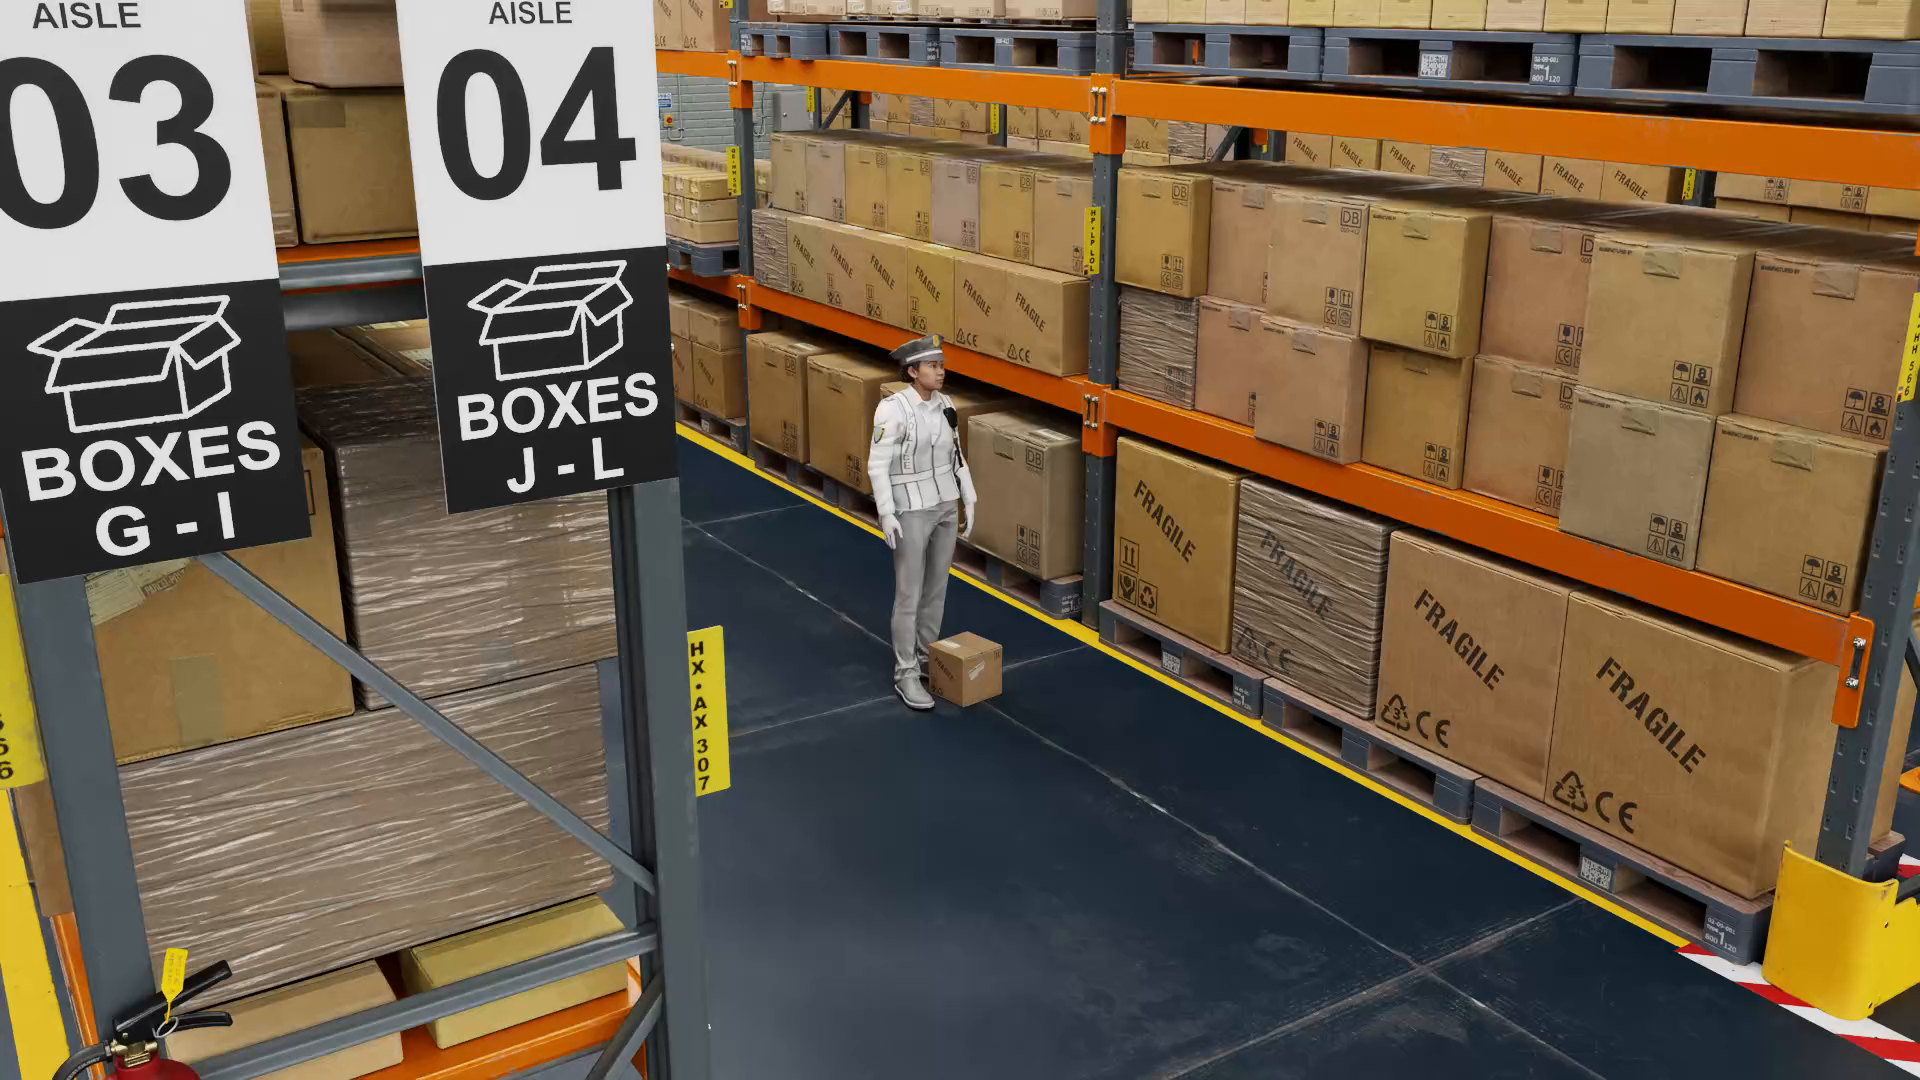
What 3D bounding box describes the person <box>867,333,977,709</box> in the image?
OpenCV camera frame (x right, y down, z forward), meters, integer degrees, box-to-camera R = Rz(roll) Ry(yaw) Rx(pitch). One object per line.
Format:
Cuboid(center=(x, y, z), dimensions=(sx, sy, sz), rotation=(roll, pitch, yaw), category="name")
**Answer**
Cuboid(center=(-0.129, -0.121, 7.842), dimensions=(0.586, 1.694, 0.531), rotation=(-15, 23, -38), category="person")
